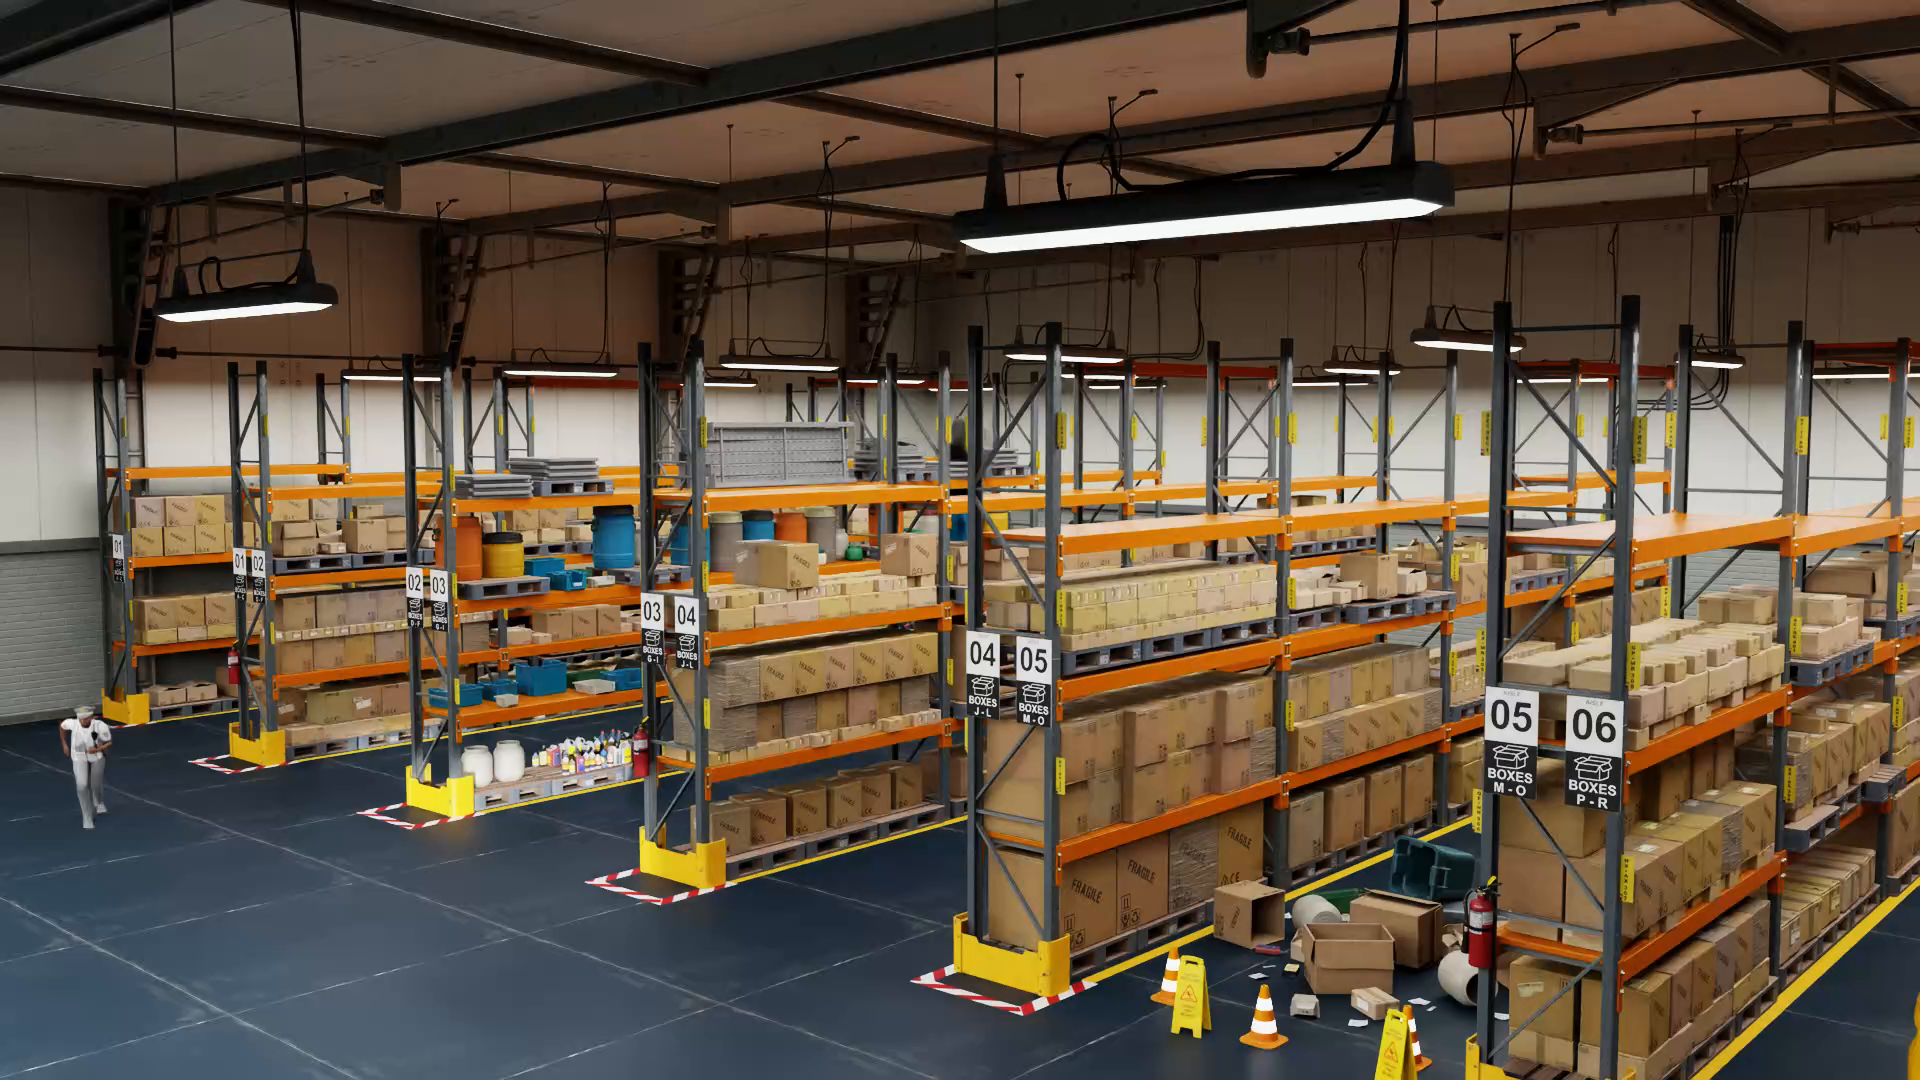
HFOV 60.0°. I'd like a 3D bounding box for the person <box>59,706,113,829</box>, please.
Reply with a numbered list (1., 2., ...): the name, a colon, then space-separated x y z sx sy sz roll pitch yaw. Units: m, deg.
1. person: -11.097 2.858 21.174 0.617 1.615 0.966 -2 4 -21
